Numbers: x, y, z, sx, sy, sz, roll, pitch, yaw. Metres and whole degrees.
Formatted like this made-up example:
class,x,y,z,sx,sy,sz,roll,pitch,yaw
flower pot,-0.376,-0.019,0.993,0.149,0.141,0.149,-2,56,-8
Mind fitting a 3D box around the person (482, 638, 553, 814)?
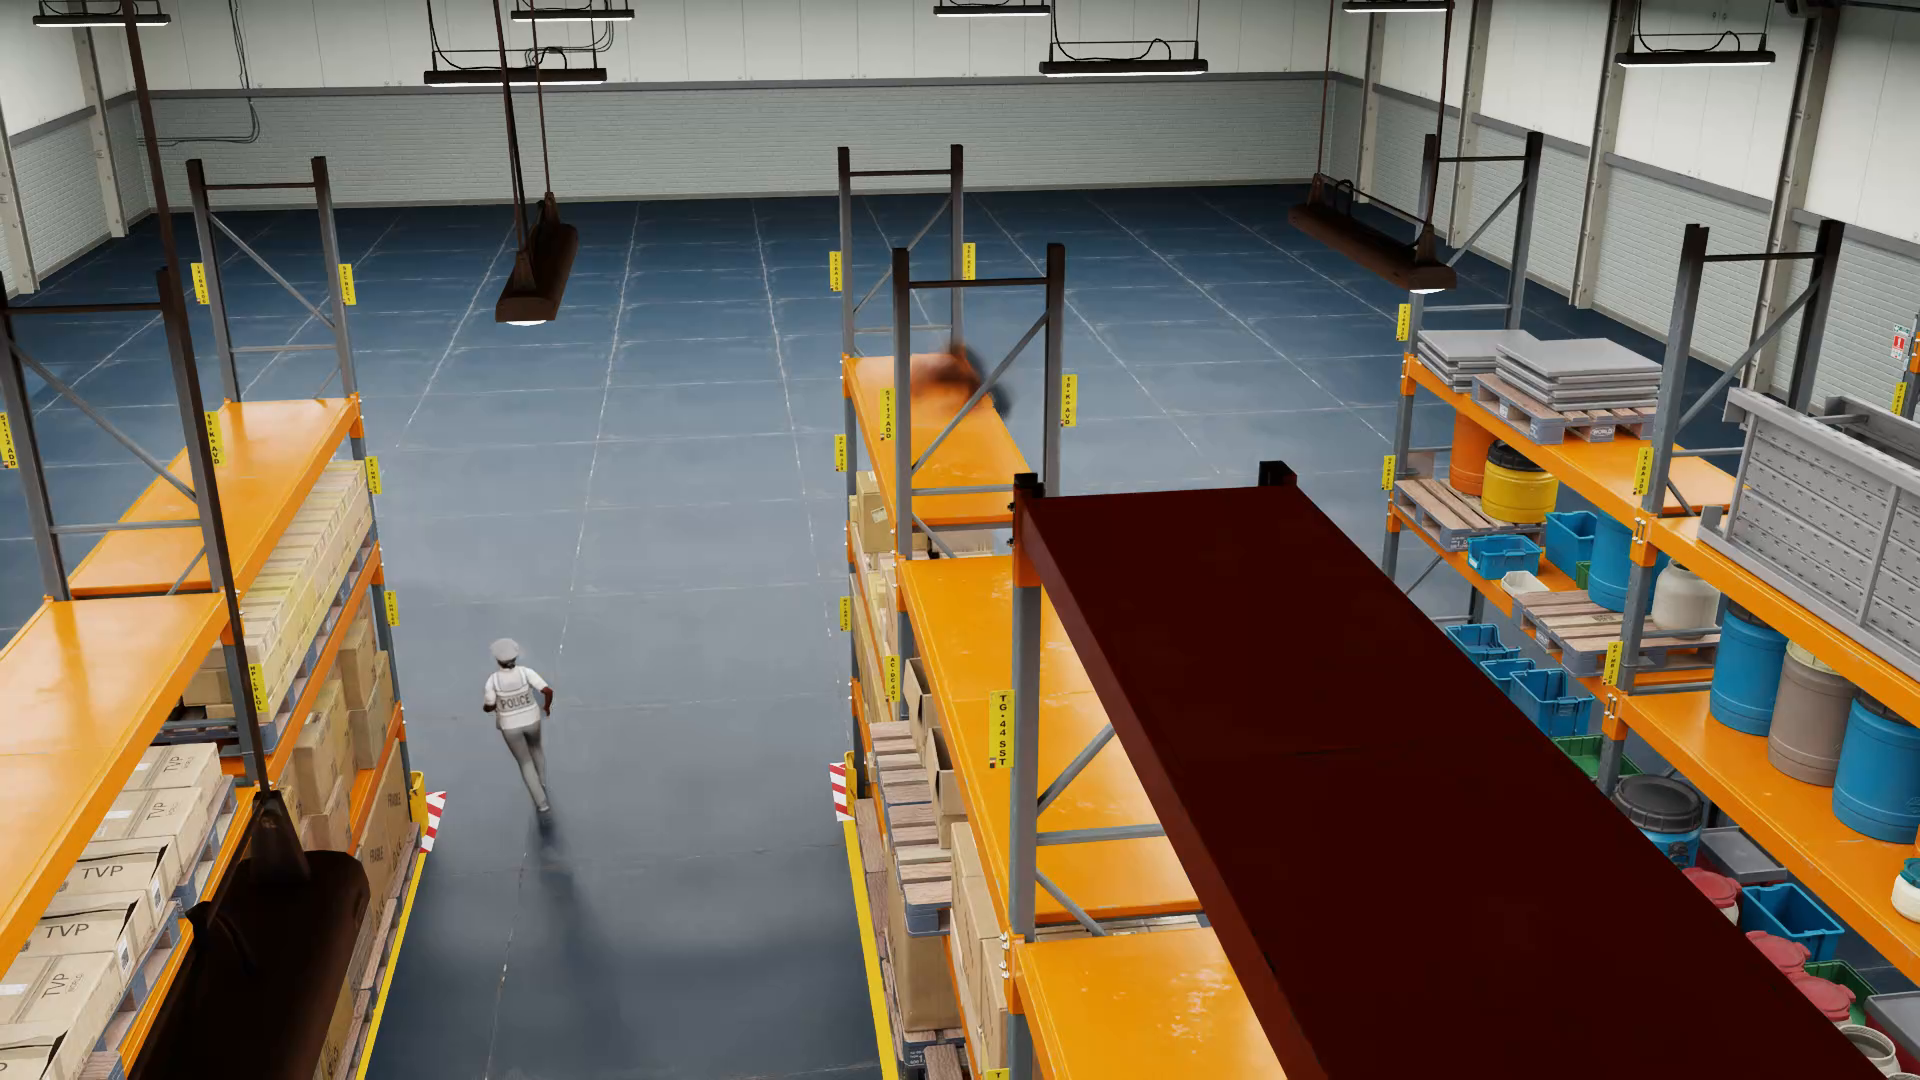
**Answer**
class,x,y,z,sx,sy,sz,roll,pitch,yaw
person,-3.992,1.717,15.077,0.592,1.726,0.863,-11,24,-26
